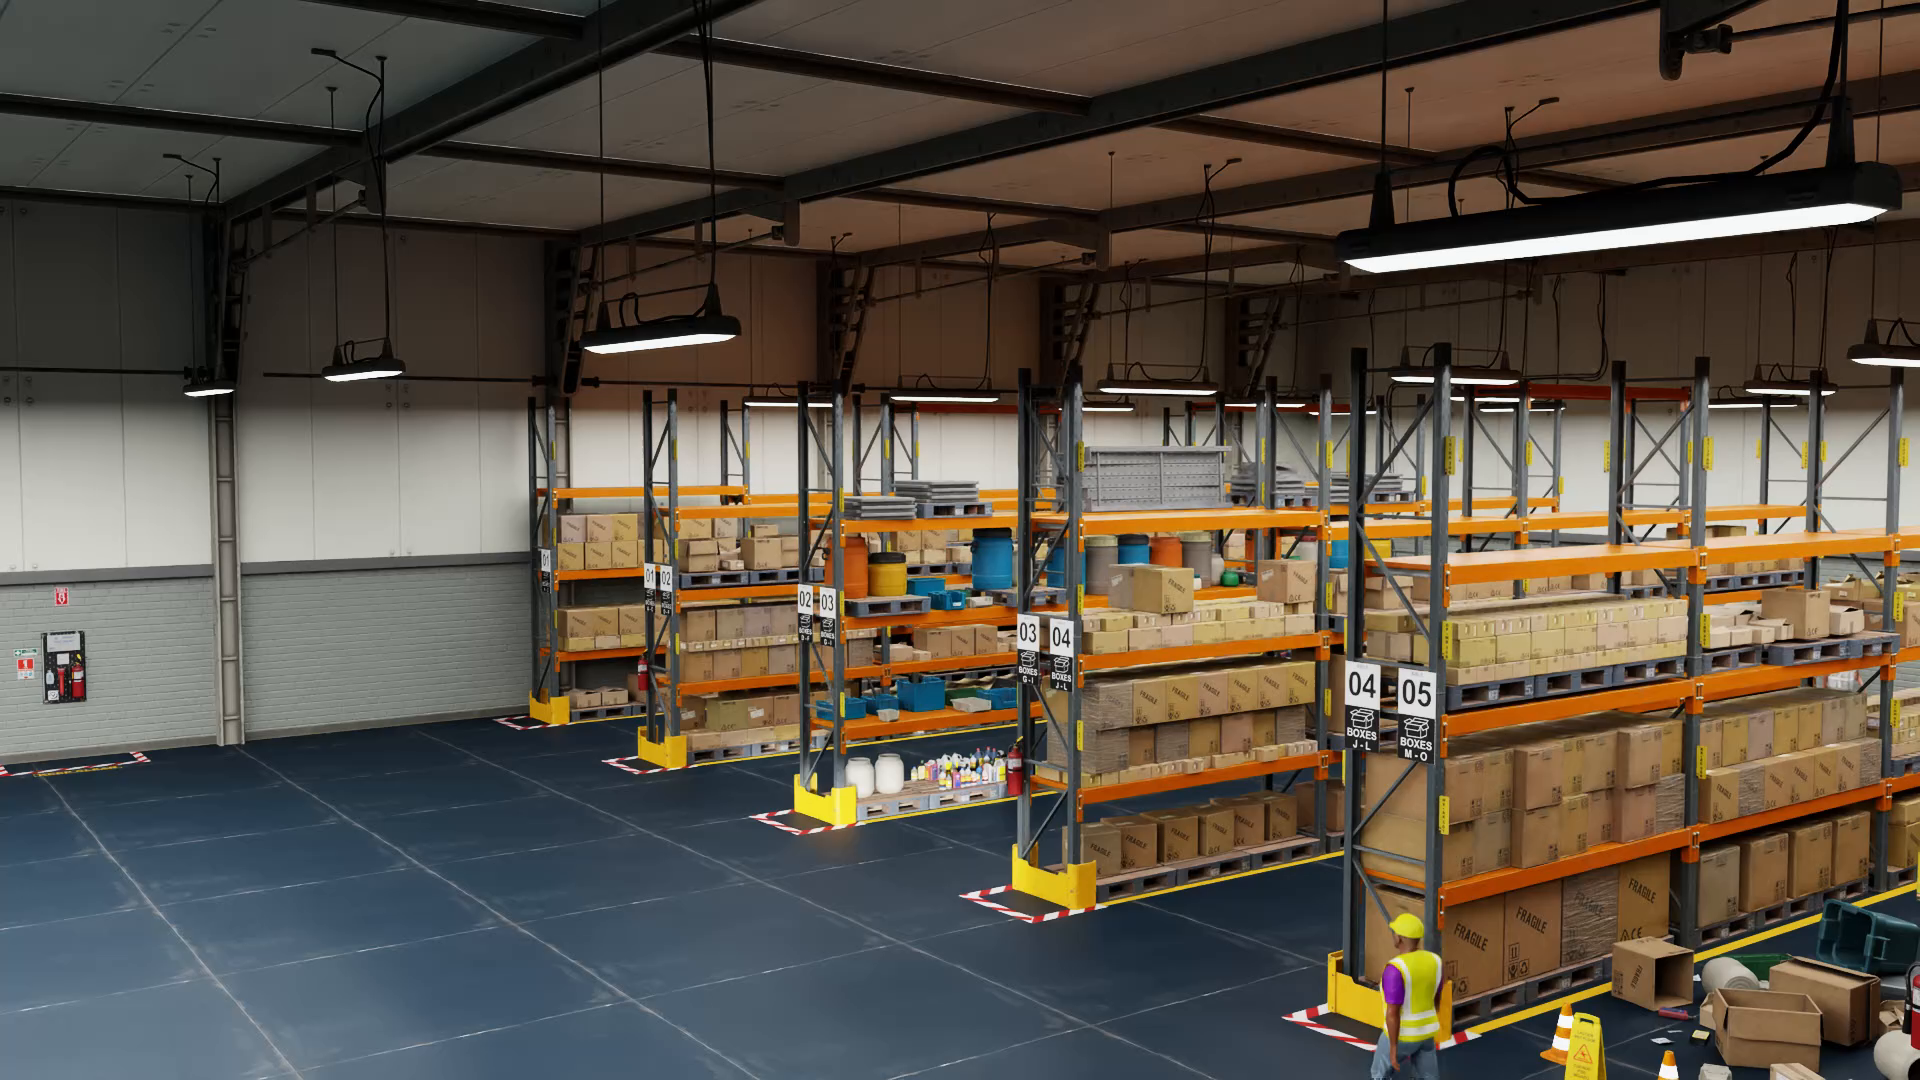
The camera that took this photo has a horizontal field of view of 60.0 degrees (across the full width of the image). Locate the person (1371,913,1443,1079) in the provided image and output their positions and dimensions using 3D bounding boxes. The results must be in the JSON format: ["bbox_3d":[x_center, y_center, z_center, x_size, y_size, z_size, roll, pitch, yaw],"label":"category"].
[{"bbox_3d":[3.283,3.582,12.070,0.571,1.731,1.019,-2,4,-34],"label":"person"}]

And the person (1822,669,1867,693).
[{"bbox_3d":[15.407,2.579,28.995,0.554,1.769,0.776,-1,4,-20],"label":"person"}]
